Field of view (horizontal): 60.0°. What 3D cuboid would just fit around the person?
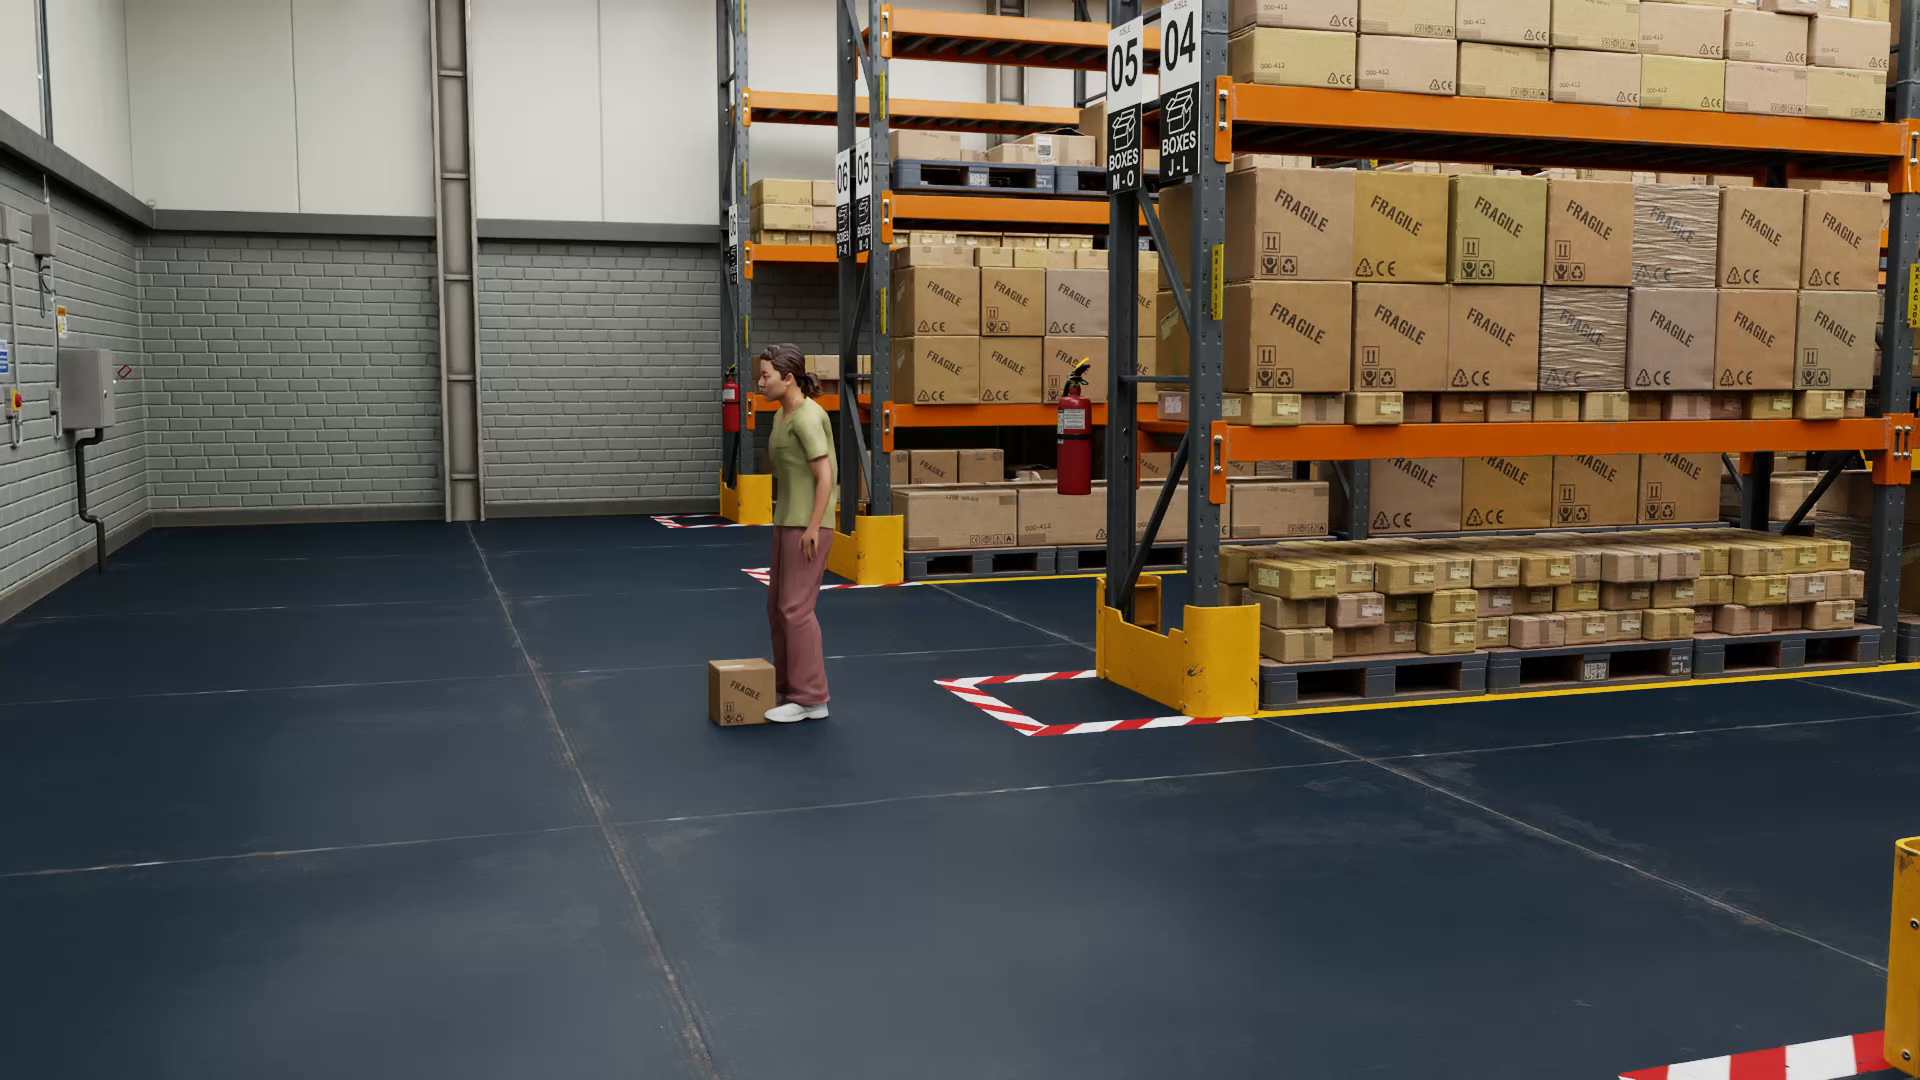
[{"bbox_3d":[-0.739,-0.040,7.426,0.364,1.671,0.503,-2,6,-21],"label":"person"}]
